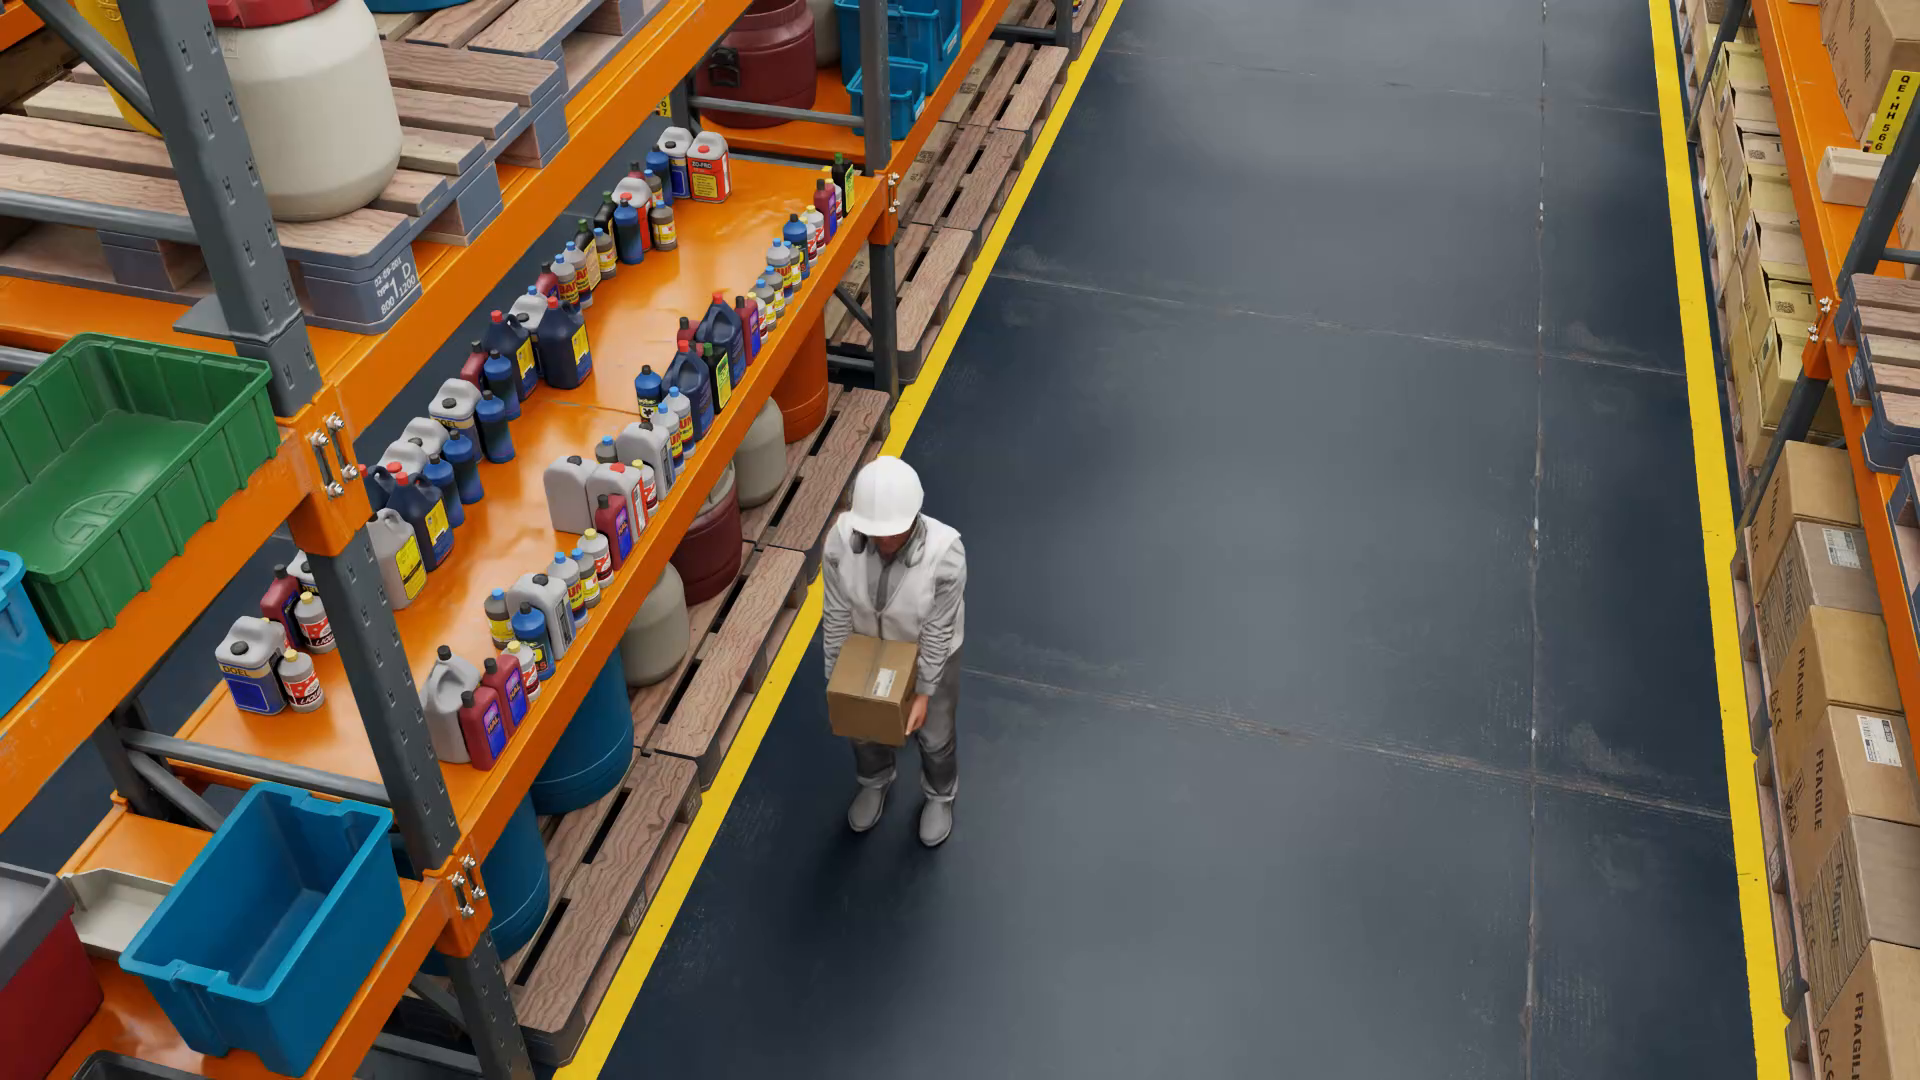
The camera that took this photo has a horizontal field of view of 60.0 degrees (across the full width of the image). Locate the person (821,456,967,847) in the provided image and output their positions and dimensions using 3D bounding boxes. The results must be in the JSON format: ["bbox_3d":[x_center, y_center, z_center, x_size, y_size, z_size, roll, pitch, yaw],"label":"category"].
[{"bbox_3d":[-0.215,0.406,5.684,0.484,1.756,0.584,9,42,11],"label":"person"}]
